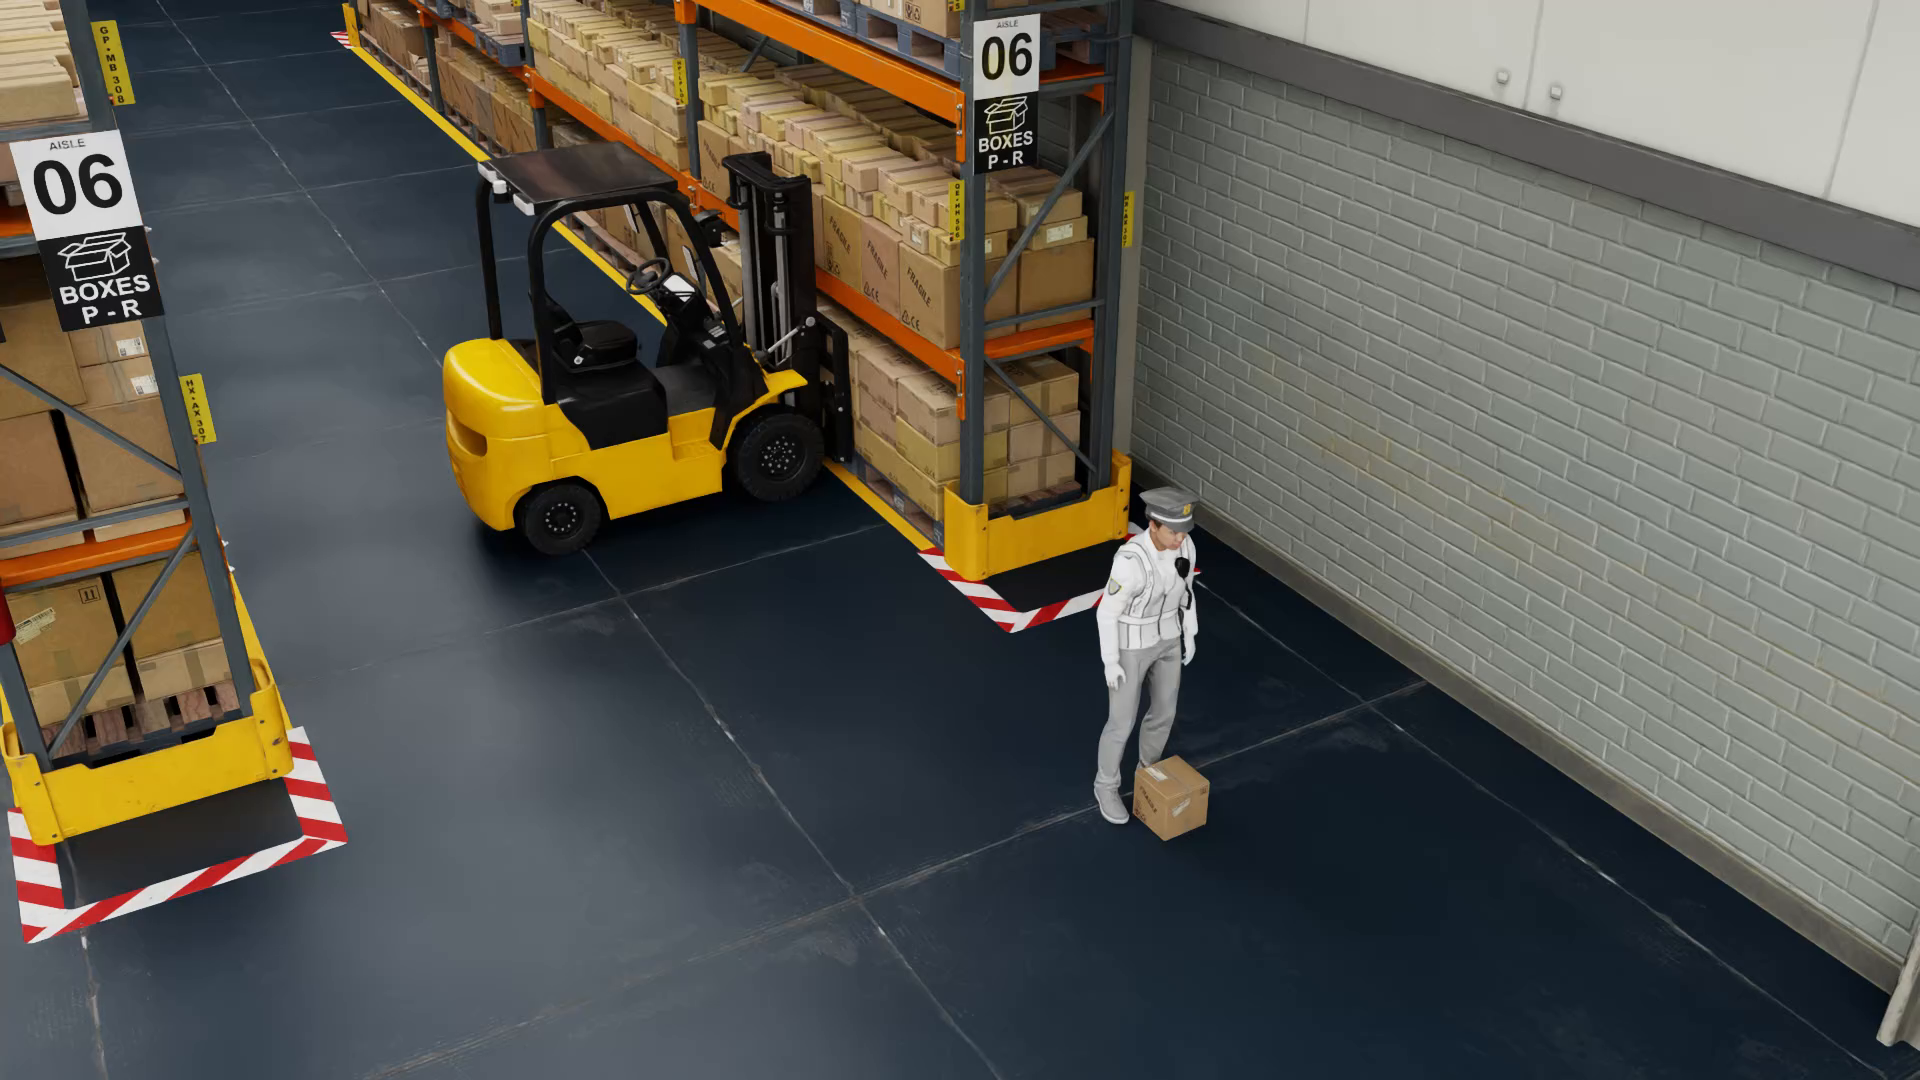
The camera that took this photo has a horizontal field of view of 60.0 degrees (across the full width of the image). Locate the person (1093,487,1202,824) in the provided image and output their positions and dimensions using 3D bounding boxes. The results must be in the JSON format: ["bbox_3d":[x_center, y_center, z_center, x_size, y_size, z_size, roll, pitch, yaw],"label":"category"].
[{"bbox_3d":[0.869,0.499,7.659,0.536,1.662,0.378,-17,33,-27],"label":"person"}]
